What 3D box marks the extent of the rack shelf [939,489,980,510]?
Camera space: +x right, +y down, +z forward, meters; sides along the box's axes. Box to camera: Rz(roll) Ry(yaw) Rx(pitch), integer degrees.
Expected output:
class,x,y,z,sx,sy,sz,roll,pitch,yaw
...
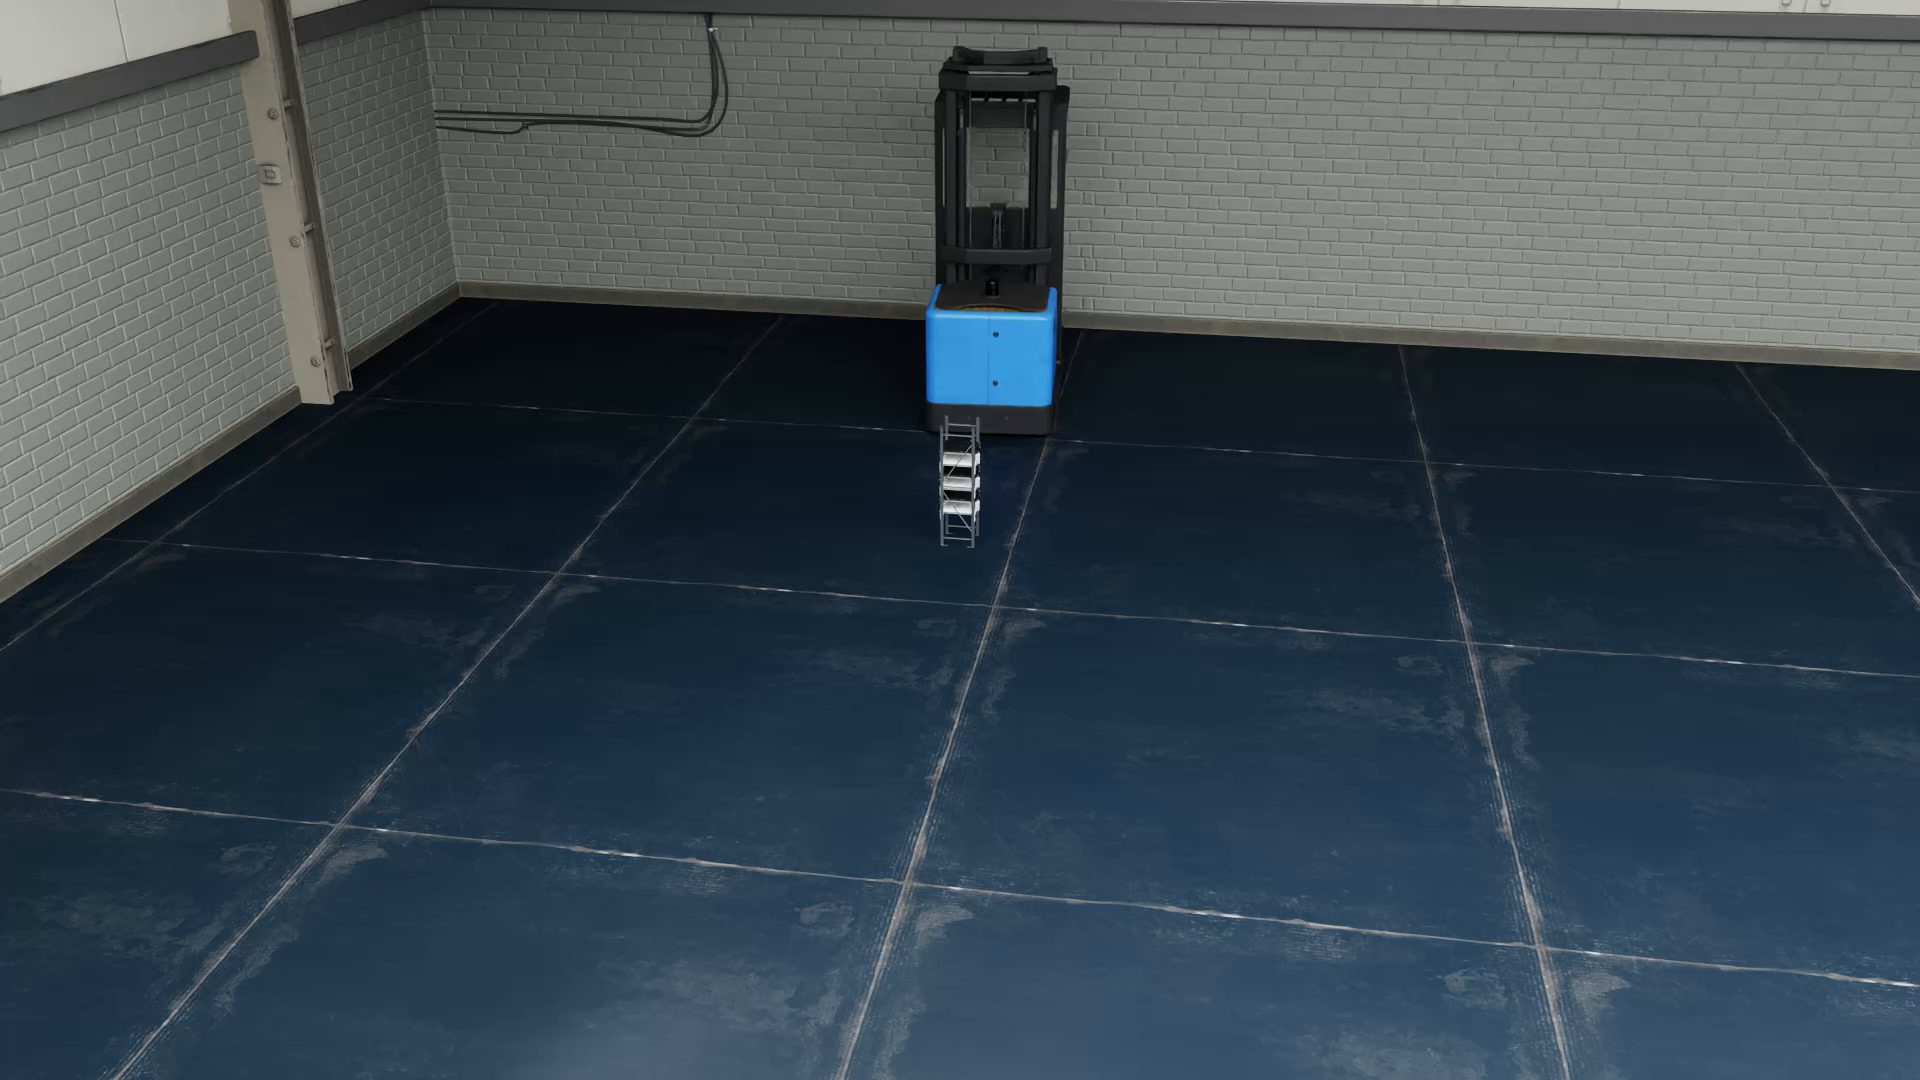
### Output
class,x,y,z,sx,sy,sz,roll,pitch,yaw
rack shelf,-0.001,-0.292,11.649,0.258,0.077,0.200,4,25,9

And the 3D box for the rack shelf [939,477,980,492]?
class,x,y,z,sx,sy,sz,roll,pitch,yaw
rack shelf,-0.001,-0.374,11.610,0.258,0.077,0.200,4,25,9

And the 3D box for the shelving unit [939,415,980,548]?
class,x,y,z,sx,sy,sz,roll,pitch,yaw
shelving unit,-0.001,-0.404,11.596,0.258,0.900,0.210,4,25,9

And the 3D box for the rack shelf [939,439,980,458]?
class,x,y,z,sx,sy,sz,roll,pitch,yaw
rack shelf,-0.001,-0.619,11.496,0.258,0.077,0.200,4,25,9

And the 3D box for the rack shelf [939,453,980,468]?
class,x,y,z,sx,sy,sz,roll,pitch,yaw
rack shelf,-0.001,-0.537,11.534,0.258,0.077,0.200,4,25,9

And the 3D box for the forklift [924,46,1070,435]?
class,x,y,z,sx,sy,sz,roll,pitch,yaw
forklift,0.357,-2.767,14.248,1.130,2.935,3.031,2,25,5

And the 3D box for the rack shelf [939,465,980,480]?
class,x,y,z,sx,sy,sz,roll,pitch,yaw
rack shelf,-0.001,-0.455,11.572,0.258,0.077,0.200,4,25,9

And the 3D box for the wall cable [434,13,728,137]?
class,x,y,z,sx,sy,sz,roll,pitch,yaw
wall cable,-3.734,-5.067,15.668,3.097,2.526,0.112,4,25,9

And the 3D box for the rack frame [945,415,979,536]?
class,x,y,z,sx,sy,sz,roll,pitch,yaw
rack frame,0.015,-0.447,11.687,0.240,0.900,0.006,4,25,9

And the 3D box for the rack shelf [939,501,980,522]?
class,x,y,z,sx,sy,sz,roll,pitch,yaw
rack shelf,-0.001,-0.211,11.687,0.258,0.077,0.200,4,25,9

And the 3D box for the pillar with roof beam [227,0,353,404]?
class,x,y,z,sx,sy,sz,roll,pitch,yaw
pillar with roof beam,-1.273,-5.035,11.936,9.100,9.000,0.400,4,25,9

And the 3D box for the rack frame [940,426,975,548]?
class,x,y,z,sx,sy,sz,roll,pitch,yaw
rack frame,-0.018,-0.362,11.505,0.240,0.900,0.006,4,25,9
